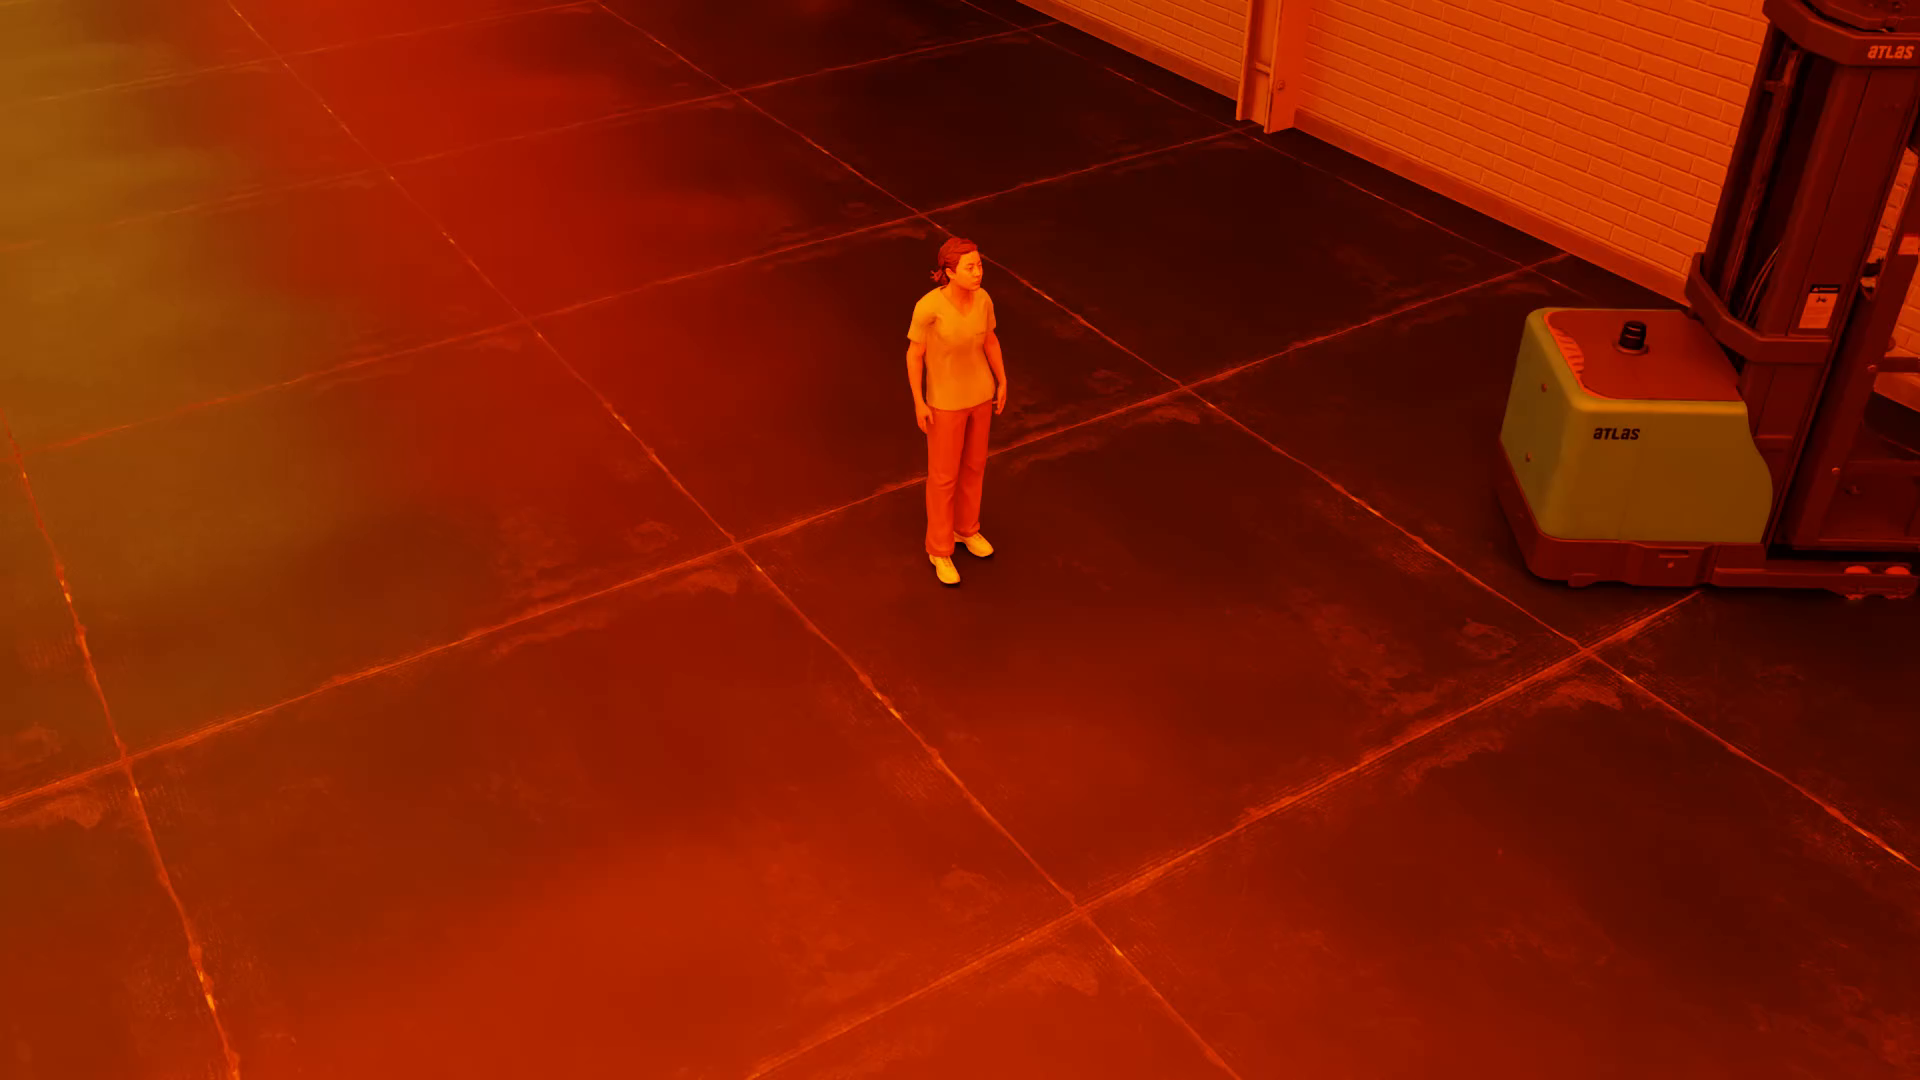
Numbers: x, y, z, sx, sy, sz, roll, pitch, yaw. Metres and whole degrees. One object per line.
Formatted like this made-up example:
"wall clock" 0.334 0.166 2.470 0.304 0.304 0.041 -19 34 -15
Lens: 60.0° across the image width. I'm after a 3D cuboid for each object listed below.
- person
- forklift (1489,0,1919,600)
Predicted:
"person" 0.005 -0.711 8.182 0.536 1.609 0.426 -21 40 -27
"forklift" 4.385 -1.214 7.876 3.031 2.935 1.130 1 35 2
